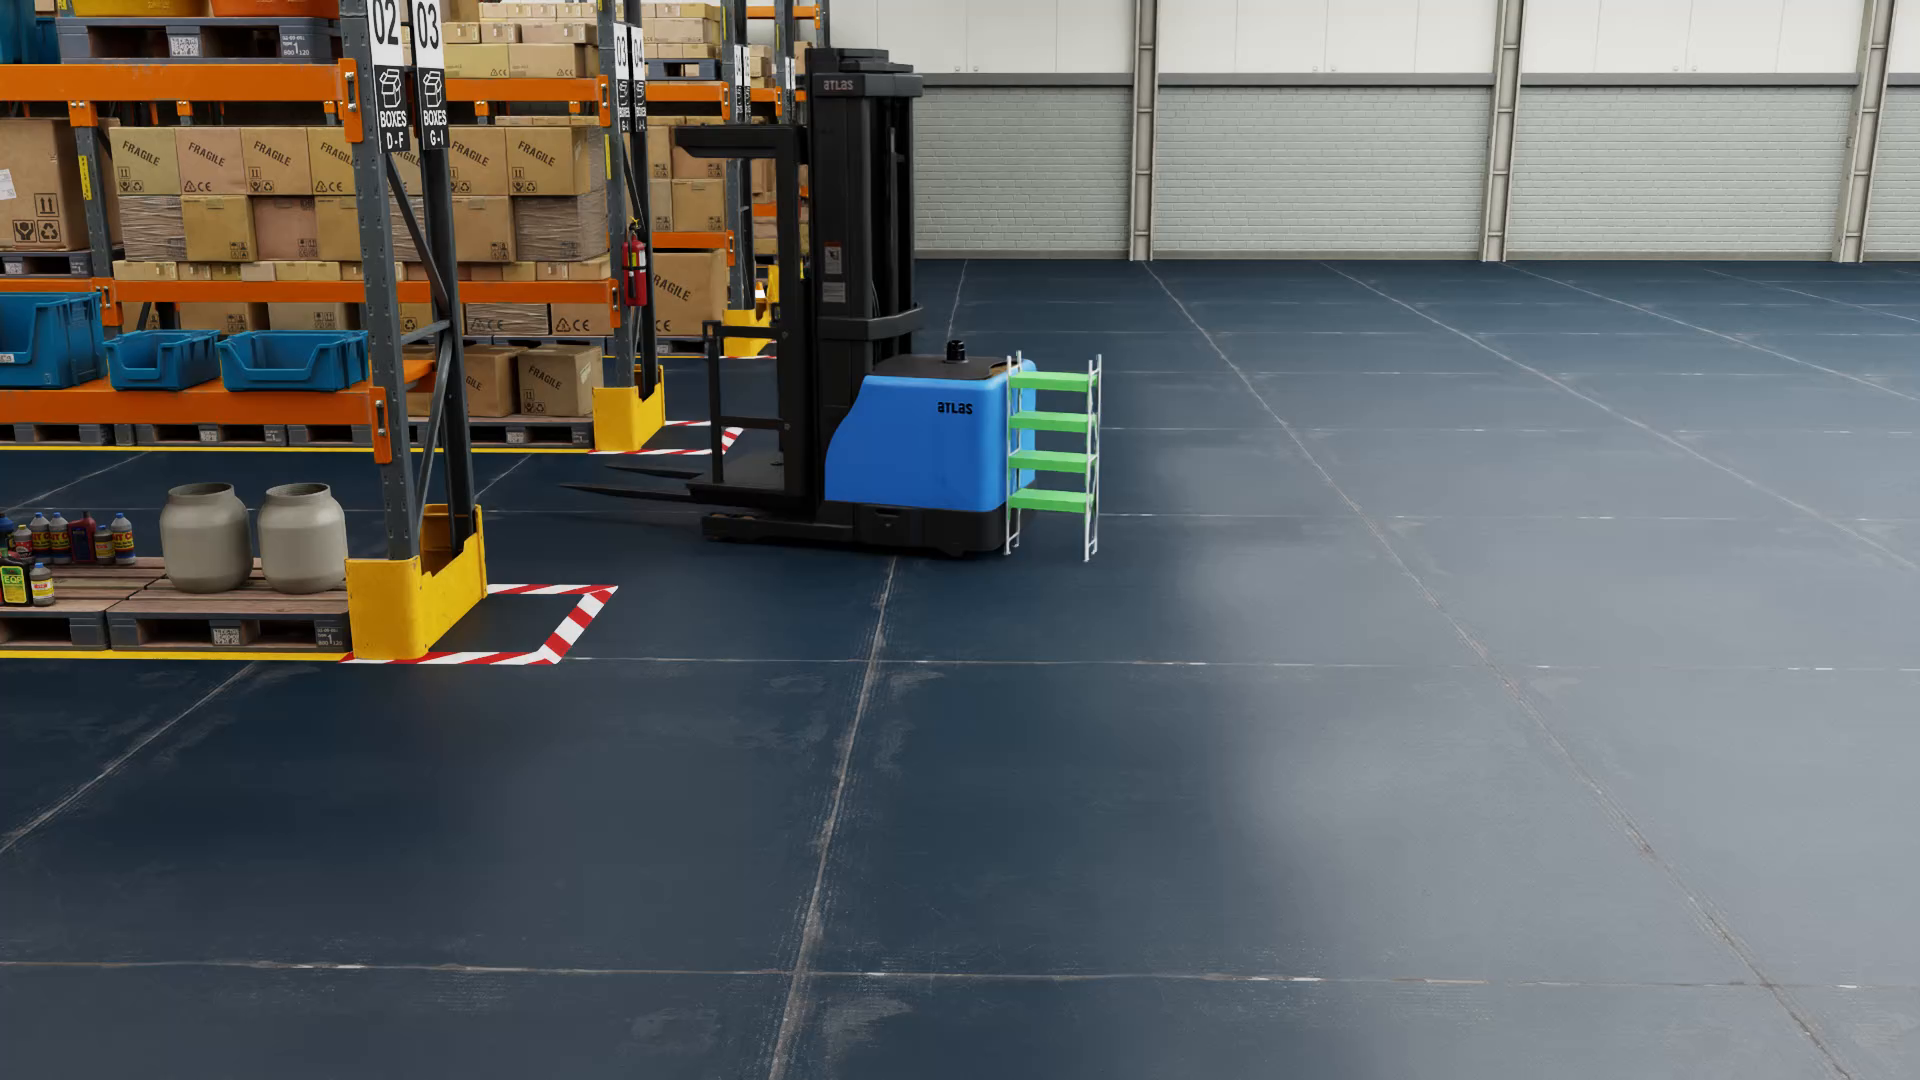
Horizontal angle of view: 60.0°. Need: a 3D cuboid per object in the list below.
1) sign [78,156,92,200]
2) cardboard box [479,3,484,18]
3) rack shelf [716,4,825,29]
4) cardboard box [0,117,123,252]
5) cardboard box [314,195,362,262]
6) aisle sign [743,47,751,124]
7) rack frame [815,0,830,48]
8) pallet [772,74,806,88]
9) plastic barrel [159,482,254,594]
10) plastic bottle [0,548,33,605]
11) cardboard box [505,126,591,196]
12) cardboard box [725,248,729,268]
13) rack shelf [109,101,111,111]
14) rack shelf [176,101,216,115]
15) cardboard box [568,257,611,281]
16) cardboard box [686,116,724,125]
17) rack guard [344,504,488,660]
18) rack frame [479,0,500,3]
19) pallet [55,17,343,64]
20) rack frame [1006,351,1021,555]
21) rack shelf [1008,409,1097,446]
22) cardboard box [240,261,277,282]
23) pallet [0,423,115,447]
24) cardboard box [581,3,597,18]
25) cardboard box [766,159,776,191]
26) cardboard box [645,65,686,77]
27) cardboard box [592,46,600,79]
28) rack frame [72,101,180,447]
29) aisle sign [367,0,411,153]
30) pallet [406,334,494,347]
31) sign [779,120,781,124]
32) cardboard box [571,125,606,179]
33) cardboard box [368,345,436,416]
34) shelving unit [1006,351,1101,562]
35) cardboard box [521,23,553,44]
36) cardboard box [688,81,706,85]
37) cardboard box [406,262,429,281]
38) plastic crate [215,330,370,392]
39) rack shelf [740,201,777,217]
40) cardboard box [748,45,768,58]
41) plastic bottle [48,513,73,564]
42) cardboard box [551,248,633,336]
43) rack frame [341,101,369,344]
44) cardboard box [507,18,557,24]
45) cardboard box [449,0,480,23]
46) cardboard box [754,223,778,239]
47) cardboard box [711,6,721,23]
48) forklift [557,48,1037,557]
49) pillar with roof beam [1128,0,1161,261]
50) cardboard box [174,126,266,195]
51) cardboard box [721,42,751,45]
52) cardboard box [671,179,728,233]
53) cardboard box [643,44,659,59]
[{"bbox_3d":[-6.602,-2.733,12.548,0.005,0.325,0.100,0,15,1],"label":"sign"},{"bbox_3d":[-4.989,-5.449,17.144,0.250,0.149,0.380,1,15,2],"label":"cardboard box"},{"bbox_3d":[-4.216,-8.454,26.937,4.000,0.370,1.077,0,15,1],"label":"rack shelf"},{"bbox_3d":[-7.382,-2.848,13.257,1.000,1.000,1.000,0,15,2],"label":"cardboard box"},{"bbox_3d":[-4.643,-2.484,13.097,0.500,0.500,0.875,0,15,1],"label":"cardboard box"},{"bbox_3d":[-2.286,-4.886,17.882,0.004,0.787,0.394,0,15,1],"label":"aisle sign"},{"bbox_3d":[-2.216,-8.982,26.745,0.127,3.000,1.000,0,15,1],"label":"rack frame"},{"bbox_3d":[-2.923,-7.500,27.181,1.213,0.211,1.003,0,15,1],"label":"pallet"},{"bbox_3d":[-3.880,-0.013,8.564,0.421,0.512,0.421,0,15,0],"label":"plastic barrel"},{"bbox_3d":[-4.684,0.179,8.243,0.133,0.283,0.061,1,15,3],"label":"plastic bottle"},{"bbox_3d":[-3.149,-2.905,12.730,0.500,0.500,0.500,0,15,1],"label":"cardboard box"},{"bbox_3d":[-3.147,-3.990,22.682,0.500,0.500,0.500,0,15,2],"label":"cardboard box"},{"bbox_3d":[-16.212,-7.275,27.565,4.000,0.370,1.077,0,15,1],"label":"rack shelf"},{"bbox_3d":[-12.336,-5.983,22.668,4.000,0.370,1.077,0,15,1],"label":"rack shelf"},{"bbox_3d":[-2.883,-2.116,12.973,0.250,0.149,0.380,0,15,1],"label":"cardboard box"},{"bbox_3d":[-3.362,-5.444,22.355,0.500,0.500,0.700,1,15,2],"label":"cardboard box"},{"bbox_3d":[-2.796,0.195,8.621,0.348,0.500,1.175,0,15,1],"label":"rack guard"},{"bbox_3d":[-6.338,-7.742,22.046,0.127,3.000,1.000,0,15,1],"label":"rack frame"},{"bbox_3d":[-3.544,-2.415,8.102,1.213,0.211,1.003,0,15,1],"label":"pallet"},{"bbox_3d":[0.320,-0.518,9.951,0.015,1.200,0.240,5,16,18],"label":"rack frame"},{"bbox_3d":[0.552,-0.669,9.832,0.480,0.148,0.258,5,16,18],"label":"rack shelf"},{"bbox_3d":[-5.385,-2.104,12.927,0.250,0.149,0.380,0,15,1],"label":"cardboard box"},{"bbox_3d":[-7.370,-0.971,13.606,1.213,0.211,1.003,0,15,1],"label":"pallet"},{"bbox_3d":[-3.725,-5.441,17.113,0.250,0.149,0.380,0,15,2],"label":"cardboard box"},{"bbox_3d":[-2.806,-5.082,22.941,0.500,0.500,0.500,0,15,1],"label":"cardboard box"},{"bbox_3d":[-3.880,-6.278,22.085,0.500,0.250,0.500,1,15,3],"label":"cardboard box"},{"bbox_3d":[-3.068,-3.735,13.032,0.500,0.250,0.500,1,15,3],"label":"cardboard box"},{"bbox_3d":[-6.591,-2.314,13.232,0.127,3.000,1.000,0,15,1],"label":"rack frame"},{"bbox_3d":[-2.655,-2.206,7.725,0.004,0.787,0.394,0,15,1],"label":"aisle sign"},{"bbox_3d":[-5.605,-2.205,18.285,1.213,0.211,1.003,0,15,1],"label":"pallet"},{"bbox_3d":[-2.374,-5.387,21.988,0.005,0.325,0.100,0,15,1],"label":"sign"},{"bbox_3d":[-3.843,-4.178,17.884,0.550,0.550,0.875,0,15,1],"label":"cardboard box"},{"bbox_3d":[-4.440,-1.295,13.446,0.500,0.500,0.500,2,15,7],"label":"cardboard box"},{"bbox_3d":[0.552,-0.498,9.877,0.503,1.200,0.258,5,16,18],"label":"shelving unit"},{"bbox_3d":[-3.135,-3.813,12.544,0.250,0.149,0.380,0,15,0],"label":"cardboard box"},{"bbox_3d":[-3.469,-6.098,22.185,0.250,0.149,0.380,0,15,2],"label":"cardboard box"},{"bbox_3d":[-4.133,-2.120,12.988,0.250,0.149,0.380,0,15,1],"label":"cardboard box"},{"bbox_3d":[-3.227,-0.880,8.088,0.616,0.251,0.499,0,15,1],"label":"plastic crate"},{"bbox_3d":[-4.339,-4.481,22.854,4.000,0.370,1.077,0,15,1],"label":"rack shelf"},{"bbox_3d":[-2.685,-6.457,21.983,0.250,0.149,0.380,1,15,2],"label":"cardboard box"},{"bbox_3d":[-4.866,-0.012,8.992,0.097,0.271,0.097,0,15,0],"label":"plastic bottle"},{"bbox_3d":[-3.924,-2.721,18.115,0.875,0.875,0.875,0,15,1],"label":"cardboard box"},{"bbox_3d":[-6.364,-3.579,18.024,0.127,3.000,1.000,0,15,1],"label":"rack frame"},{"bbox_3d":[-4.367,-5.268,17.239,0.500,0.250,0.500,1,15,2],"label":"cardboard box"},{"bbox_3d":[-4.070,-4.251,12.934,0.500,0.500,0.500,0,15,1],"label":"cardboard box"},{"bbox_3d":[-3.212,-5.126,27.476,0.500,0.250,0.500,0,15,1],"label":"cardboard box"},{"bbox_3d":[-2.690,-5.602,17.722,0.250,0.149,0.380,1,15,2],"label":"cardboard box"},{"bbox_3d":[-1.084,-1.519,10.353,3.031,2.935,1.130,5,16,18],"label":"forklift"},{"bbox_3d":[2.999,-8.080,23.324,0.400,9.000,9.100,0,15,1],"label":"pillar with roof beam"},{"bbox_3d":[-5.648,-2.919,12.786,0.500,0.500,0.500,0,15,1],"label":"cardboard box"},{"bbox_3d":[-3.687,-7.804,26.946,0.500,0.500,0.700,0,15,2],"label":"cardboard box"},{"bbox_3d":[-2.737,-3.616,17.871,0.550,0.550,0.875,0,15,1],"label":"cardboard box"},{"bbox_3d":[-3.215,-5.052,17.202,0.250,0.149,0.380,1,15,2],"label":"cardboard box"}]
